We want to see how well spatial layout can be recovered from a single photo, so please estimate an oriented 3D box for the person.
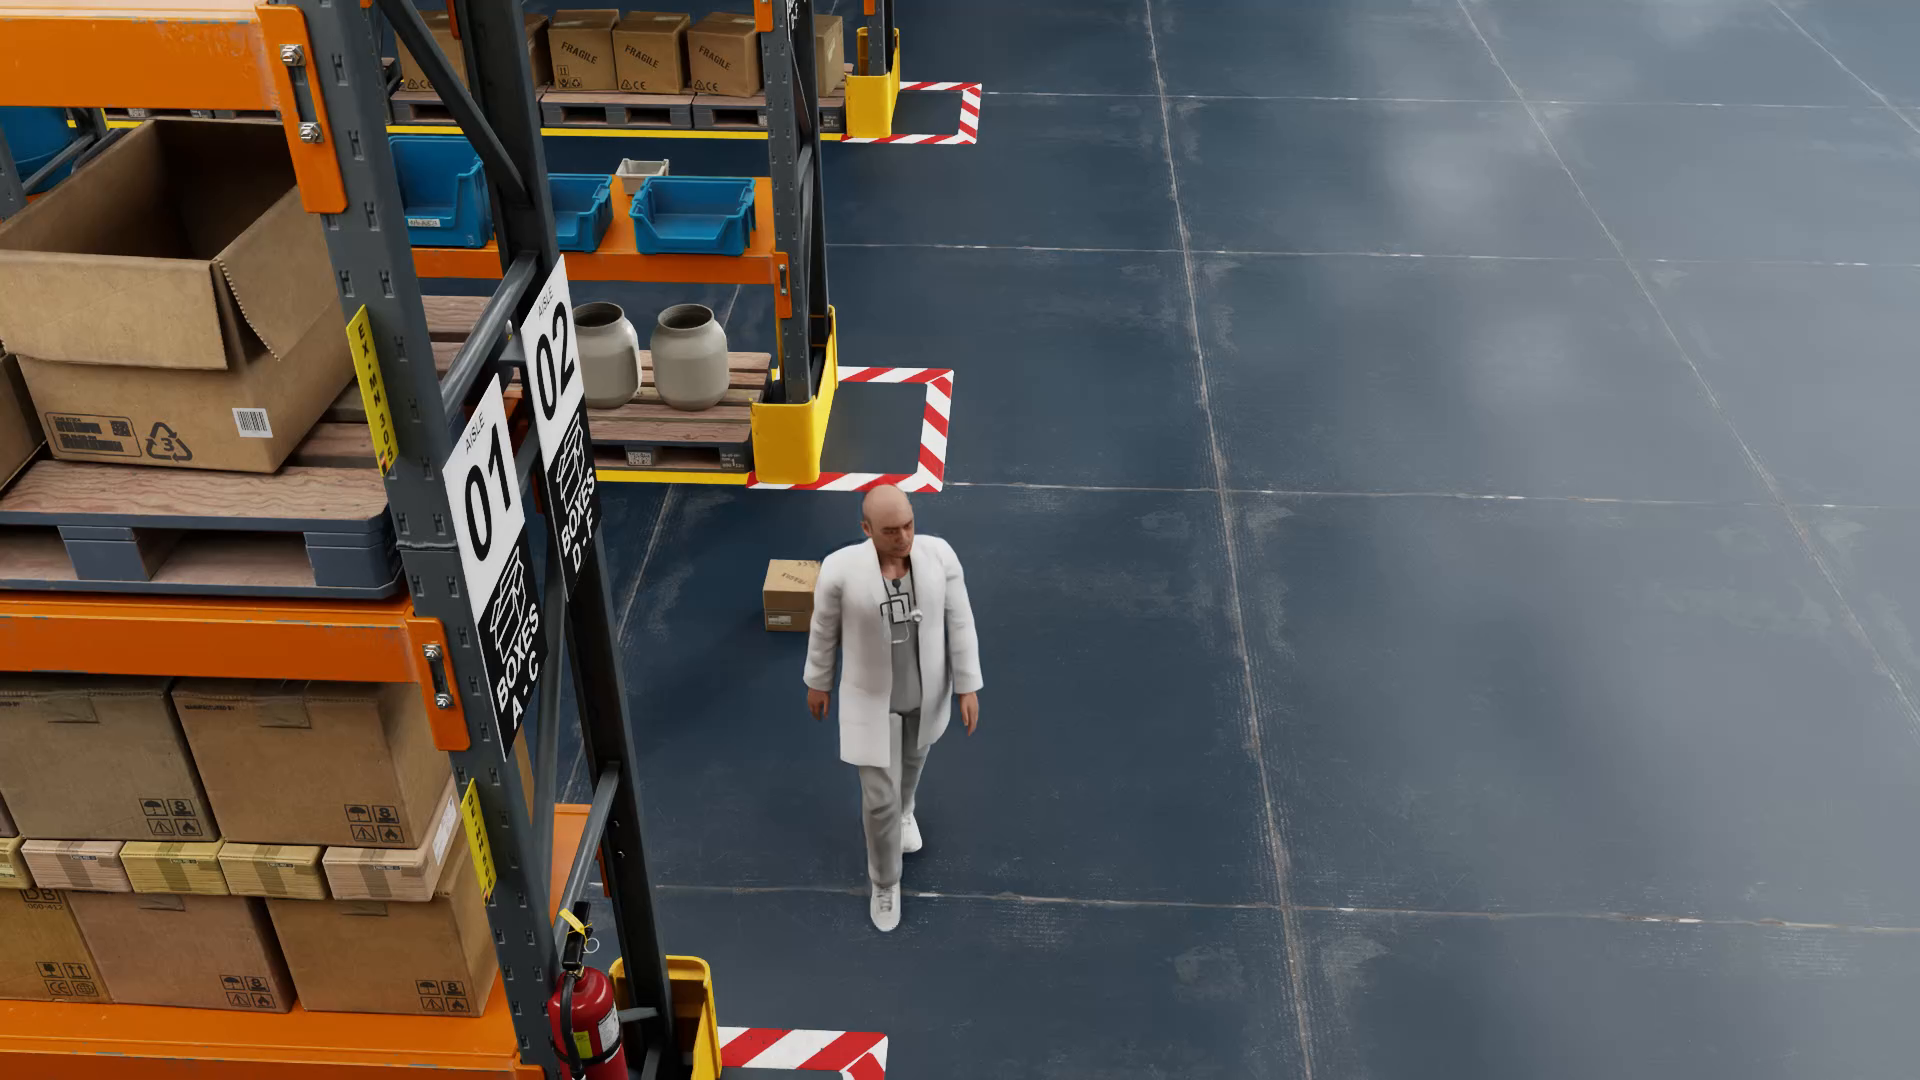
[{"bbox_3d":[-0.242,0.603,6.301,0.623,1.846,0.683,-13,37,-18],"label":"person"}]
